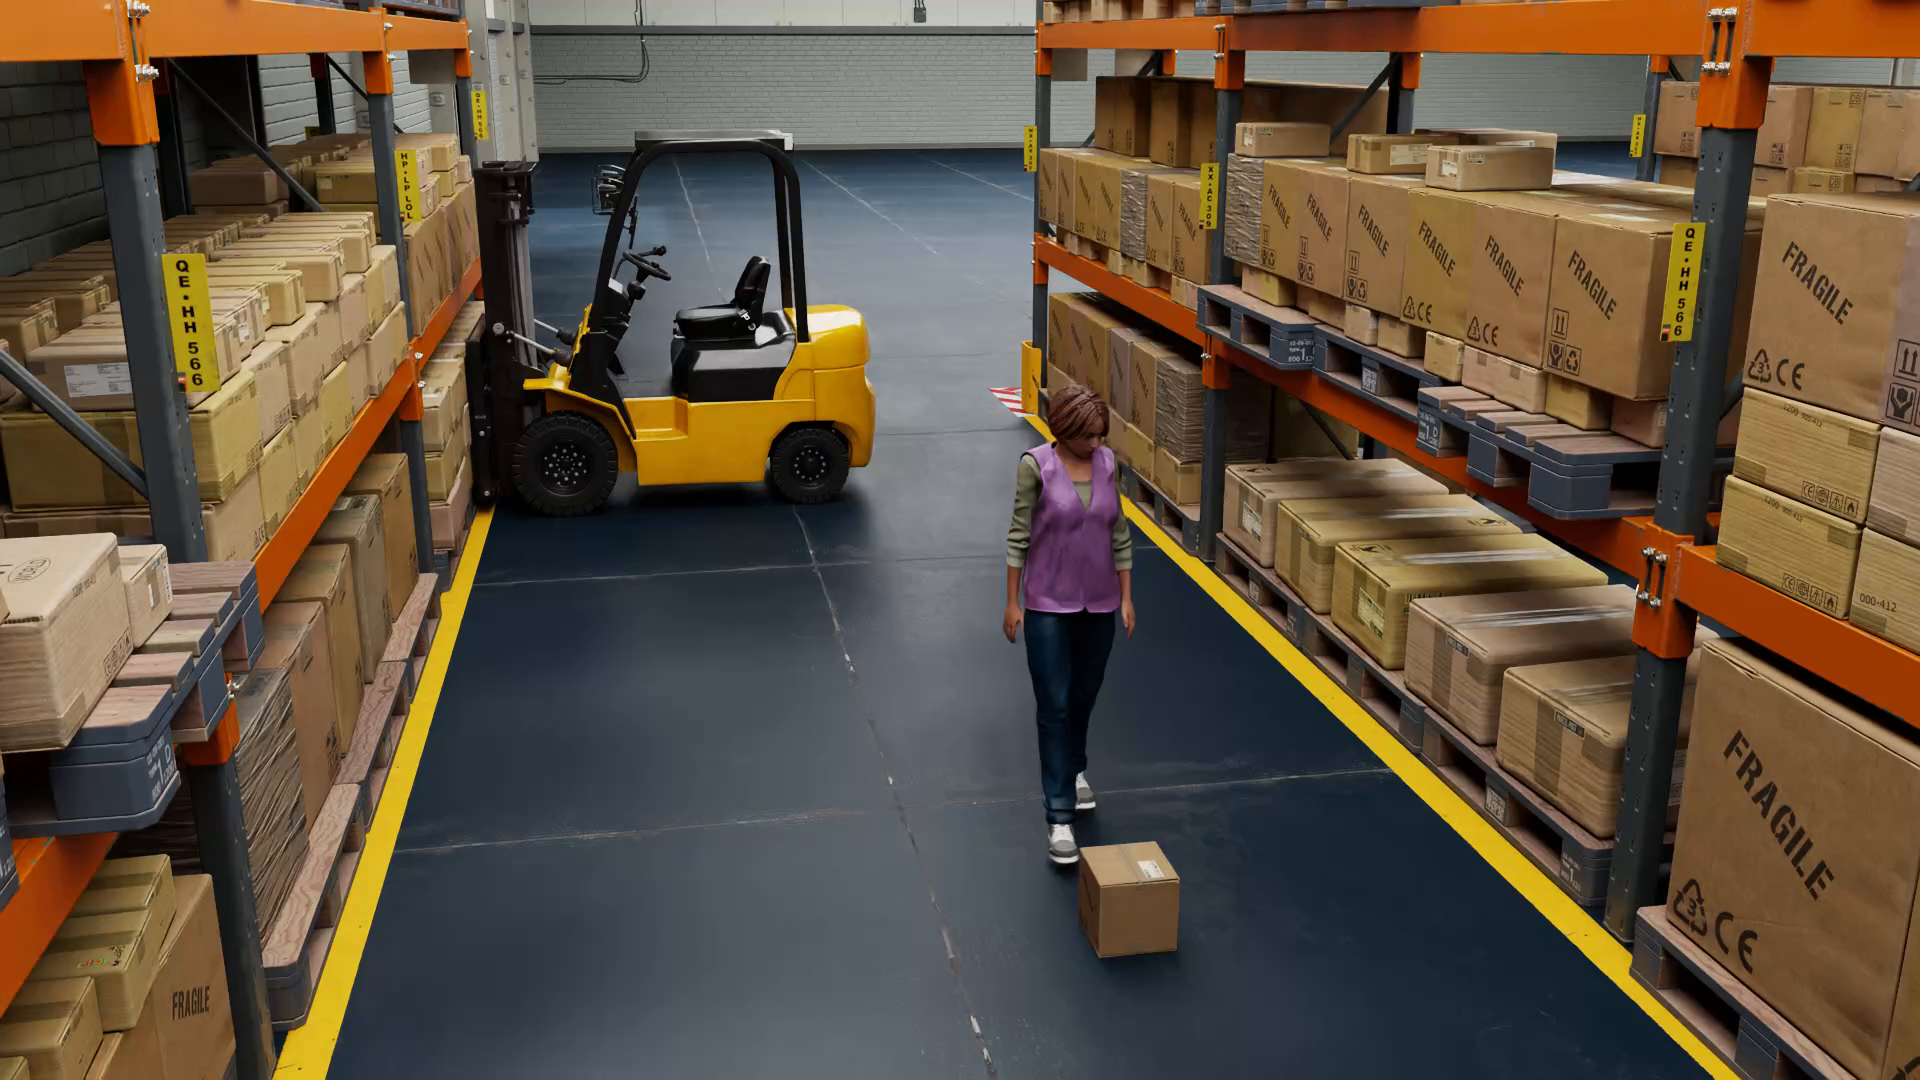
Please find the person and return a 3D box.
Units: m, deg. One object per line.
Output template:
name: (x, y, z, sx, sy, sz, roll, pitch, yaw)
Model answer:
person: (0.412, 0.260, 5.668, 0.455, 1.560, 0.681, -6, 18, -18)
